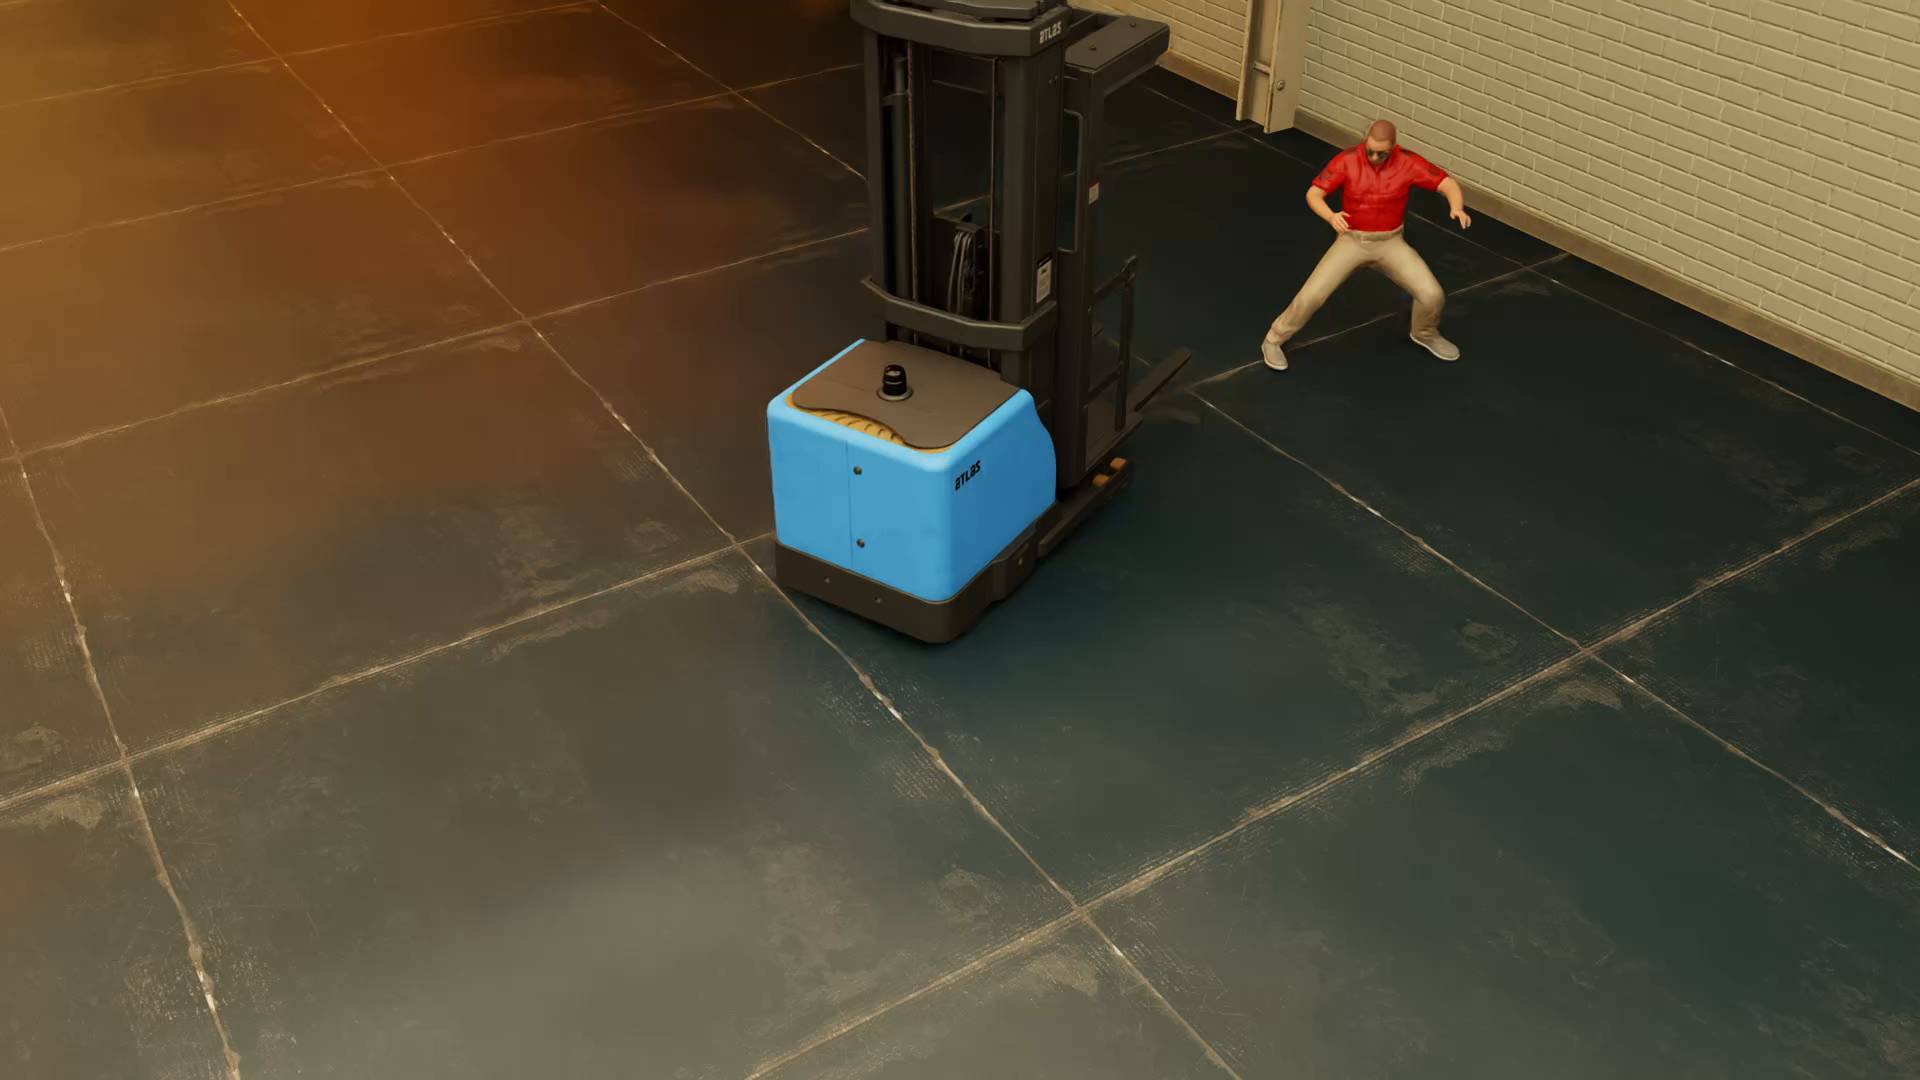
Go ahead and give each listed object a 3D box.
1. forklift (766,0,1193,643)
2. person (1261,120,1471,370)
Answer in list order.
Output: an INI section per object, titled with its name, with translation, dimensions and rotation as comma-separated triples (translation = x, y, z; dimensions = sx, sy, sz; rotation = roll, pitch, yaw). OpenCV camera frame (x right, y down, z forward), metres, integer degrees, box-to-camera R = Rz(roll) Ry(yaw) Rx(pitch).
[forklift]
translation = 0.296, -1.522, 8.314
dimensions = 1.130, 2.935, 3.031
rotation = 20, 40, 26
[person]
translation = 2.466, -1.729, 9.853
dimensions = 1.193, 1.496, 0.680
rotation = 9, 36, 12
